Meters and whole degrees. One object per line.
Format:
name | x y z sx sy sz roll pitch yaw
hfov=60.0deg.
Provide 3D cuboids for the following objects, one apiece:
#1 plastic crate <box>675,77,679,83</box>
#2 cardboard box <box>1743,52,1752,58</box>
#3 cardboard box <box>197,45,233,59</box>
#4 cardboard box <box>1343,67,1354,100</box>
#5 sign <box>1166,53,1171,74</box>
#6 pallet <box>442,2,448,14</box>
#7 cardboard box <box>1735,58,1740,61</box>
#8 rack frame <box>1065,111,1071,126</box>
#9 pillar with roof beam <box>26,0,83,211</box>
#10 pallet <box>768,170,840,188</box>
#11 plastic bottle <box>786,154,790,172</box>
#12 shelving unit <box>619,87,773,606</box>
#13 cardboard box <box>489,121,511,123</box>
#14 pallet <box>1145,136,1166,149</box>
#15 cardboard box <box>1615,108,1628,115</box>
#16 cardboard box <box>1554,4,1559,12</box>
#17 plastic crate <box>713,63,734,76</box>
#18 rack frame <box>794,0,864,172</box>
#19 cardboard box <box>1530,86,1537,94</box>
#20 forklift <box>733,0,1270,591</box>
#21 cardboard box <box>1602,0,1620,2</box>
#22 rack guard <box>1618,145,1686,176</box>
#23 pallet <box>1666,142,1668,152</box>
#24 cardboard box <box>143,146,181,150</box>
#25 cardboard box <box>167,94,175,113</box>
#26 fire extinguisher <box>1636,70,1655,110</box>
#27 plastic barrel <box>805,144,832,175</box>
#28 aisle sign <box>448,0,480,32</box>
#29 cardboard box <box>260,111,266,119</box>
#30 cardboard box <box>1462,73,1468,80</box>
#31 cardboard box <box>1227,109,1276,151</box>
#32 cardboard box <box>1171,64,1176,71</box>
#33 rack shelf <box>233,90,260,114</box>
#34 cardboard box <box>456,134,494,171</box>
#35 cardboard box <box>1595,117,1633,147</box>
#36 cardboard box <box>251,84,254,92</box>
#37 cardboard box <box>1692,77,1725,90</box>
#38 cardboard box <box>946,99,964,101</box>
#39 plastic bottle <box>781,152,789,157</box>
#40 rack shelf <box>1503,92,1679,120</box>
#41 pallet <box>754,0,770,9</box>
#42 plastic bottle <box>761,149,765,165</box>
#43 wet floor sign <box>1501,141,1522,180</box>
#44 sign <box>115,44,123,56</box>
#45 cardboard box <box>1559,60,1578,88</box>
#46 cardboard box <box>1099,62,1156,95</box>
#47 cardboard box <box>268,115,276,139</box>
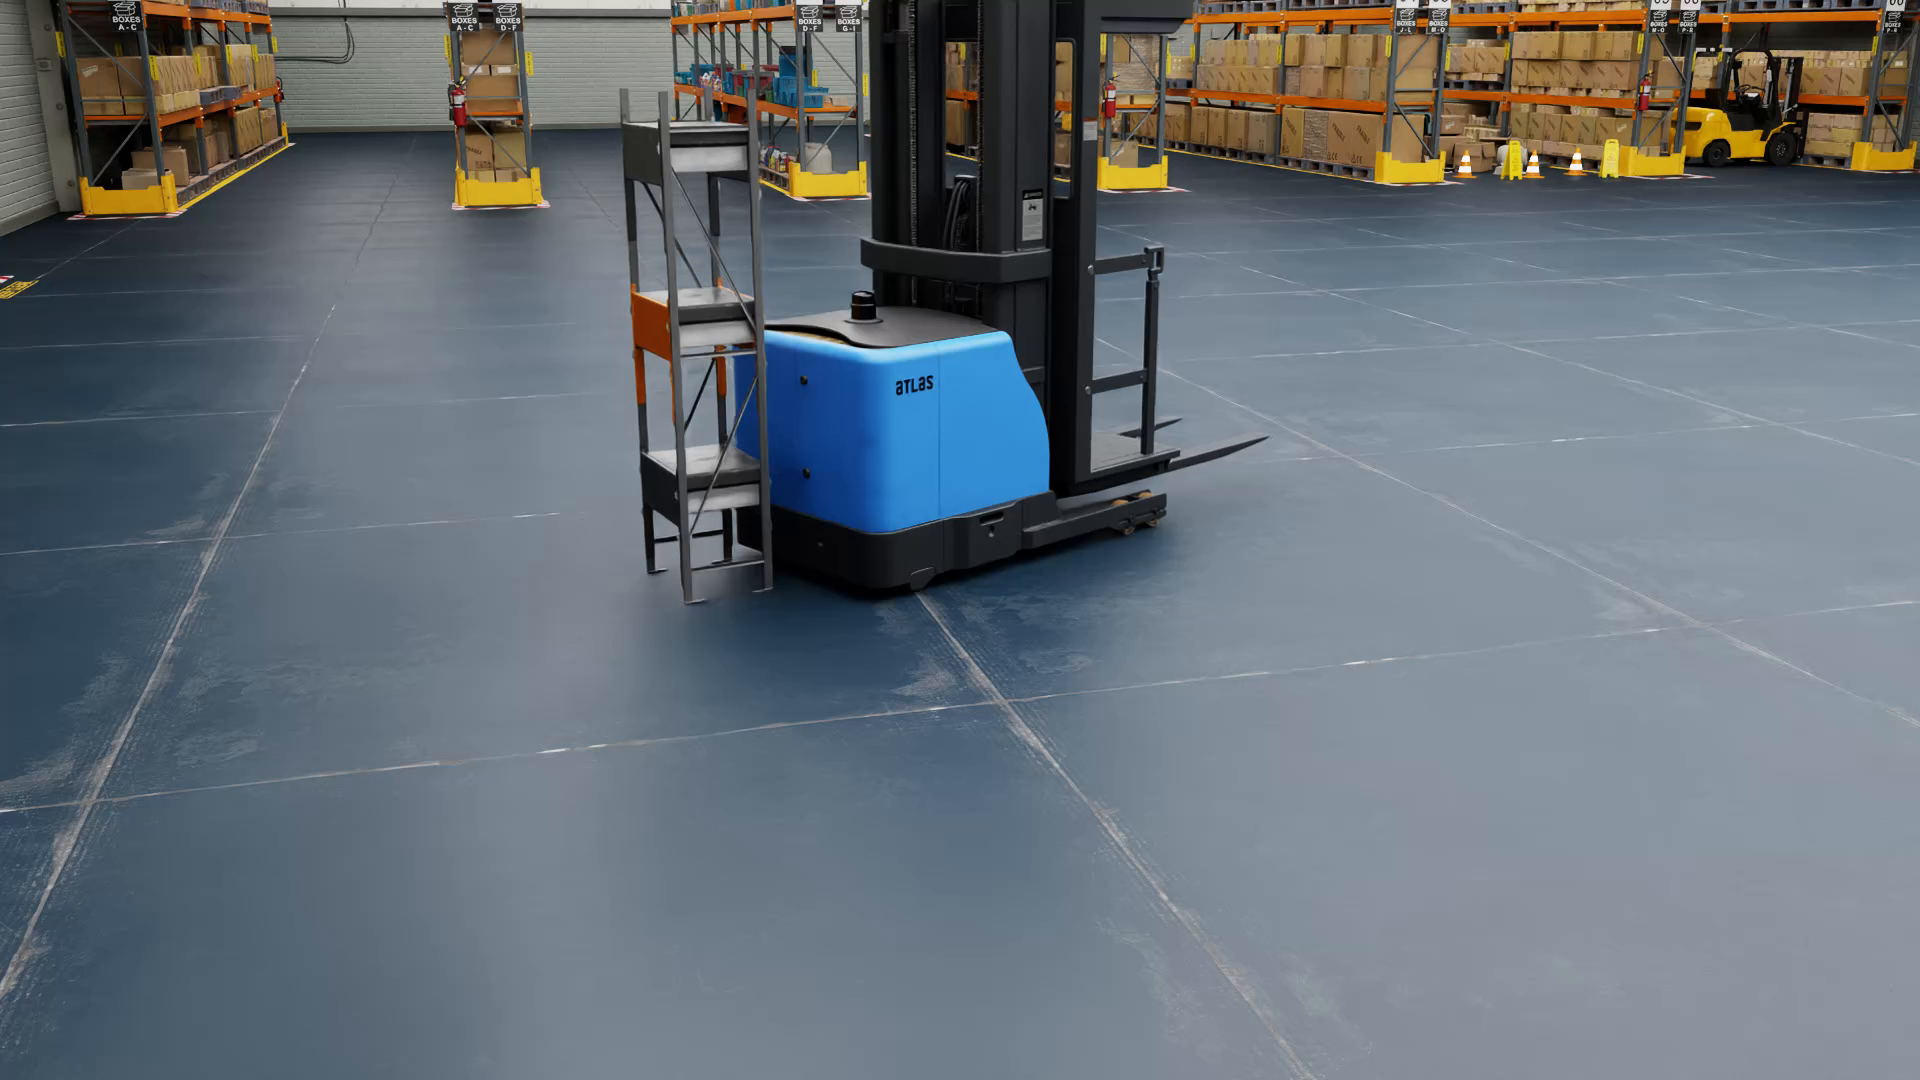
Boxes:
plastic crate | -6.607 -10.891 39.349 0.250 0.136 0.298 -5 17 -15
cardboard box | 15.971 -9.753 33.388 0.380 0.149 0.250 -4 17 -14
cardboard box | -13.578 -8.895 30.321 0.500 0.250 0.500 -4 17 -14
cardboard box | 7.239 -7.994 29.091 0.875 0.550 0.550 -5 17 -15
sign | 3.314 -7.601 26.539 0.100 0.325 0.005 -5 17 -15
pallet | -9.631 -10.555 32.989 1.213 0.211 1.003 -5 17 -15
cardboard box | 15.828 -9.677 33.652 0.380 0.149 0.250 -5 17 -16
rack frame | 3.192 -11.934 42.467 1.000 3.000 0.127 -5 17 -15
pillar with roof beam | -8.380 -9.308 23.296 9.100 9.000 0.400 -5 17 -15
pallet | -2.585 -5.996 27.547 1.003 0.211 1.213 -5 17 -15
plastic bottle | -2.836 -6.216 27.388 0.061 0.283 0.133 -5 17 -15
shelving unit | -1.106 -0.819 7.028 0.431 2.100 0.503 -9 19 -27
cardboard box | -9.213 -8.164 33.497 0.500 0.500 0.500 -5 18 -17
pallet | 4.846 -8.939 37.342 1.003 0.211 1.213 -5 17 -15
cardboard box | 15.052 -9.424 37.509 0.875 0.625 0.625 -4 17 -13
cardboard box | 11.358 -9.961 31.120 0.380 0.149 0.250 -5 18 -17
plastic crate | -5.272 -10.398 37.138 0.402 0.464 0.583 -5 17 -15
rack frame | -1.970 -6.752 25.217 1.000 3.000 0.127 -5 17 -15
cardboard box | 11.222 -8.664 32.018 0.380 0.149 0.250 -5 17 -16
forklift | 0.378 -1.528 7.946 3.031 2.935 1.130 -16 23 -42
cardboard box | 11.797 -9.695 29.544 0.500 0.250 0.500 -5 17 -16
rack guard | 12.300 -6.751 29.559 1.175 0.500 0.348 -5 17 -15
pallet | 15.753 -8.293 35.192 1.003 0.211 1.213 -5 17 -15
cardboard box | -12.271 -5.805 25.644 0.500 0.500 0.500 -6 18 -19
cardboard box | -11.480 -6.209 23.636 0.500 0.250 0.500 -5 18 -17
fire extinguisher | 11.910 -7.822 28.913 0.296 0.674 0.183 -5 17 -15
plastic barrel | -2.224 -5.938 26.100 0.421 0.512 0.421 0 17 0
aisle sign | -6.998 -7.565 23.405 0.394 0.787 0.004 -5 17 -15
cardboard box | -14.819 -8.927 34.945 0.380 0.149 0.250 -4 17 -13
cardboard box | 10.549 -9.518 34.133 0.380 0.149 0.250 -5 17 -15
cardboard box | 5.972 -8.170 33.117 1.050 0.750 0.750 -5 17 -15
cardboard box | 4.742 -10.119 35.613 0.380 0.149 0.250 -4 17 -13
rack shelf | -14.243 -8.391 31.922 1.077 0.370 4.000 -5 17 -15
cardboard box | -7.167 -5.730 24.560 0.500 0.500 0.500 -5 17 -15
cardboard box | 11.850 -7.372 30.025 0.500 0.500 0.500 -5 17 -15
cardboard box | -14.336 -9.039 33.230 0.380 0.149 0.250 -4 17 -14
cardboard box | 15.603 -9.474 34.539 0.500 0.250 0.500 -4 17 -14
cardboard box | 0.187 -8.980 35.597 1.225 0.875 0.875 -5 17 -15
plastic bottle | -2.942 -6.358 27.873 0.152 0.276 0.135 -5 17 -15
rack shelf | 11.772 -8.136 31.074 1.077 0.370 4.000 -5 17 -15
pallet | -2.777 -9.013 27.857 1.213 0.211 1.003 -5 17 -15
plastic bottle | -3.403 -6.640 28.821 0.097 0.271 0.097 0 17 0
wet floor sign | 9.501 -6.529 28.566 0.267 0.644 0.232 -8 18 -25
sign | -13.127 -7.585 25.977 0.100 0.325 0.005 -5 17 -15
cardboard box | 11.519 -8.665 30.895 0.500 0.500 0.500 -4 17 -15
cardboard box | 2.668 -7.489 26.977 0.875 0.500 0.500 -5 17 -15
cardboard box | -15.466 -9.075 36.563 0.700 0.500 0.500 -5 17 -15
